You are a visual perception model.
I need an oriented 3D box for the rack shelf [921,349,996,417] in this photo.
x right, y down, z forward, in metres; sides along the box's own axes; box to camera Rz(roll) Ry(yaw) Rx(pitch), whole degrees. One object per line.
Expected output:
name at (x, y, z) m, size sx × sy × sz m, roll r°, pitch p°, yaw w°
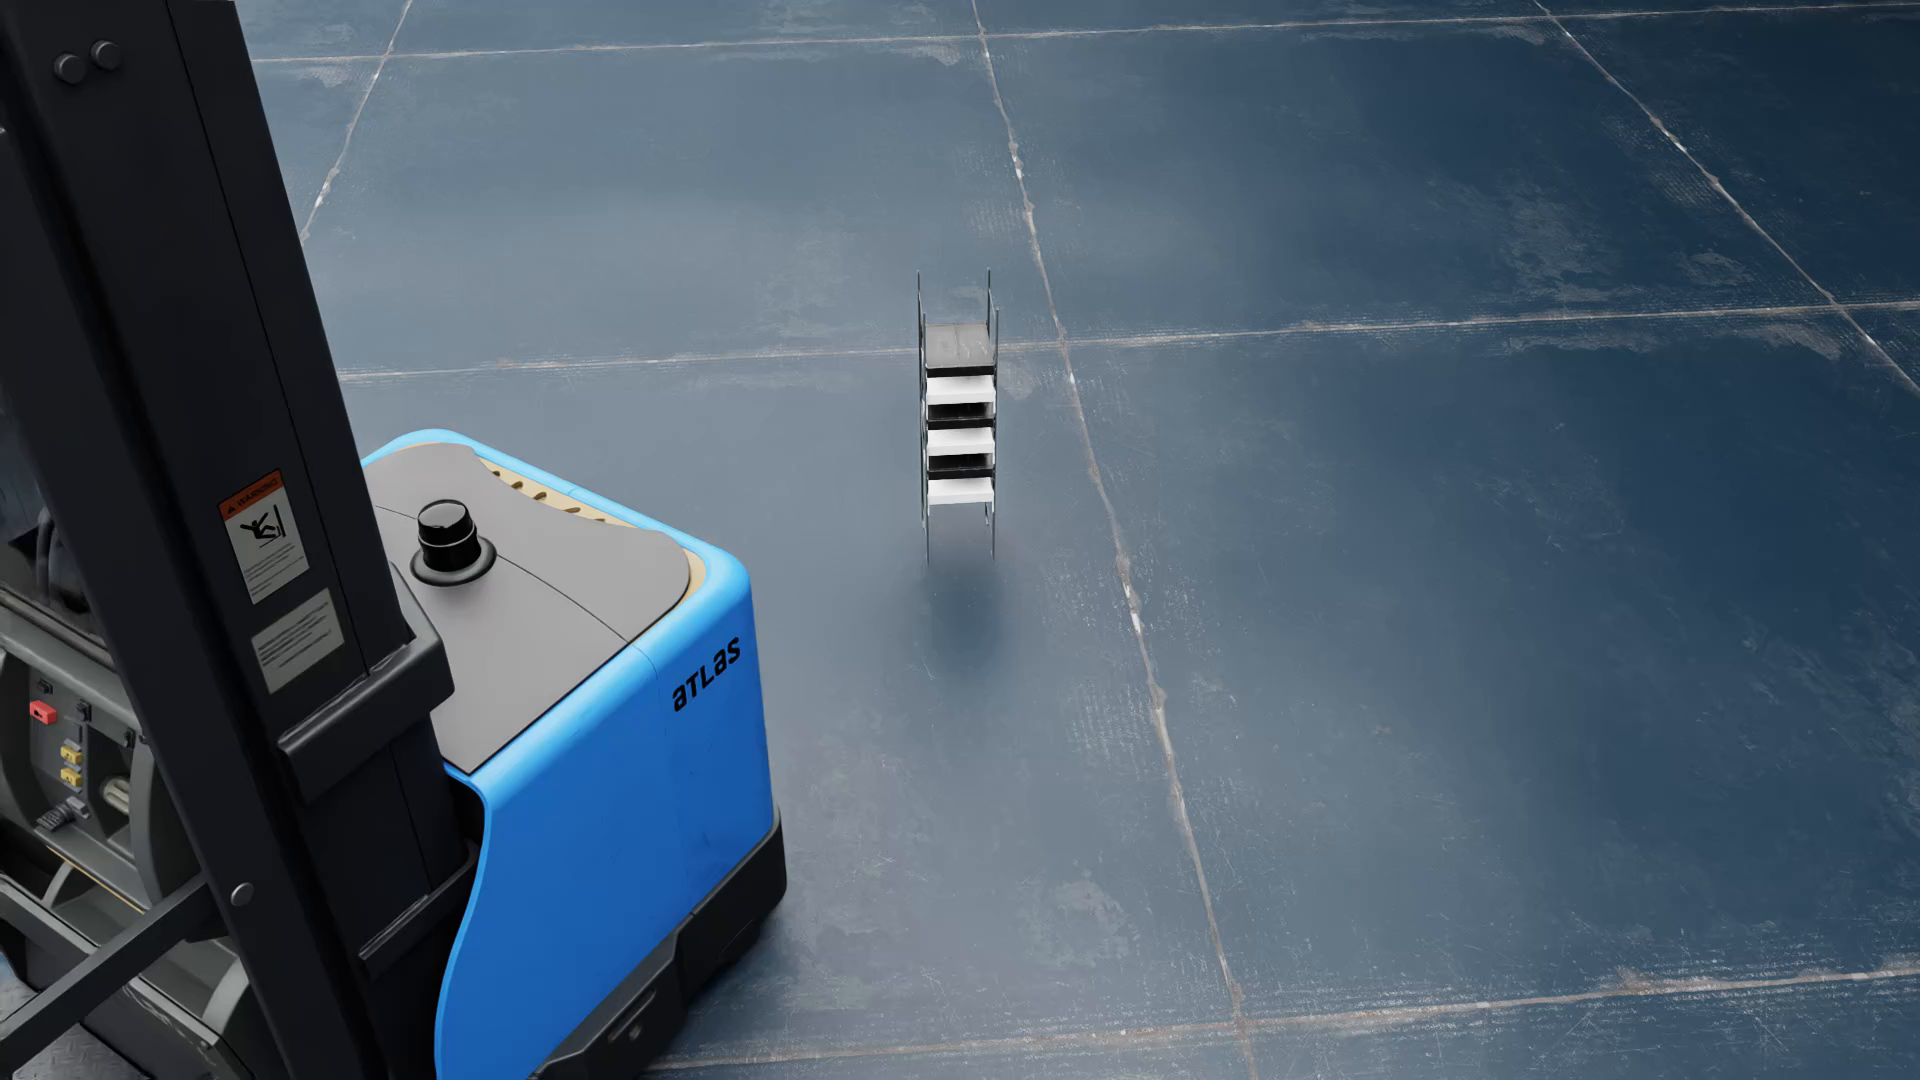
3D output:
rack shelf at (-0.008, -0.468, 4.880) m, size 0.200 × 0.077 × 0.258 m, roll -3°, pitch 38°, yaw -4°

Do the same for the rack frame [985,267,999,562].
rack frame at (0.093, -0.358, 4.978) m, size 0.006 × 0.900 × 0.240 m, roll -3°, pitch 38°, yaw -4°

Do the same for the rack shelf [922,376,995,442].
rack shelf at (-0.008, -0.397, 4.936) m, size 0.200 × 0.077 × 0.258 m, roll -3°, pitch 38°, yaw -4°

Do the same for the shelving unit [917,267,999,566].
shelving unit at (-0.008, -0.353, 4.971) m, size 0.210 × 0.900 × 0.258 m, roll -3°, pitch 38°, yaw -4°

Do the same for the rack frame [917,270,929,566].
rack frame at (-0.109, -0.347, 4.964) m, size 0.006 × 0.900 × 0.240 m, roll -3°, pitch 38°, yaw -4°

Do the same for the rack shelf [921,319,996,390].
rack shelf at (-0.008, -0.539, 4.824) m, size 0.200 × 0.077 × 0.258 m, roll -3°, pitch 38°, yaw -4°

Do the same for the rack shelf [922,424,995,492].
rack shelf at (-0.008, -0.256, 5.047) m, size 0.200 × 0.077 × 0.258 m, roll -3°, pitch 38°, yaw -4°

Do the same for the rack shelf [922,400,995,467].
rack shelf at (-0.008, -0.327, 4.991) m, size 0.200 × 0.077 × 0.258 m, roll -3°, pitch 38°, yaw -4°

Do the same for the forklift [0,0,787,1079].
forklift at (-1.650, 0.337, 2.457) m, size 1.130 × 2.935 × 3.031 m, roll 22°, pitch 43°, yaw 25°

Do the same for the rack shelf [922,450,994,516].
rack shelf at (-0.008, -0.185, 5.103) m, size 0.200 × 0.077 × 0.258 m, roll -3°, pitch 38°, yaw -4°
